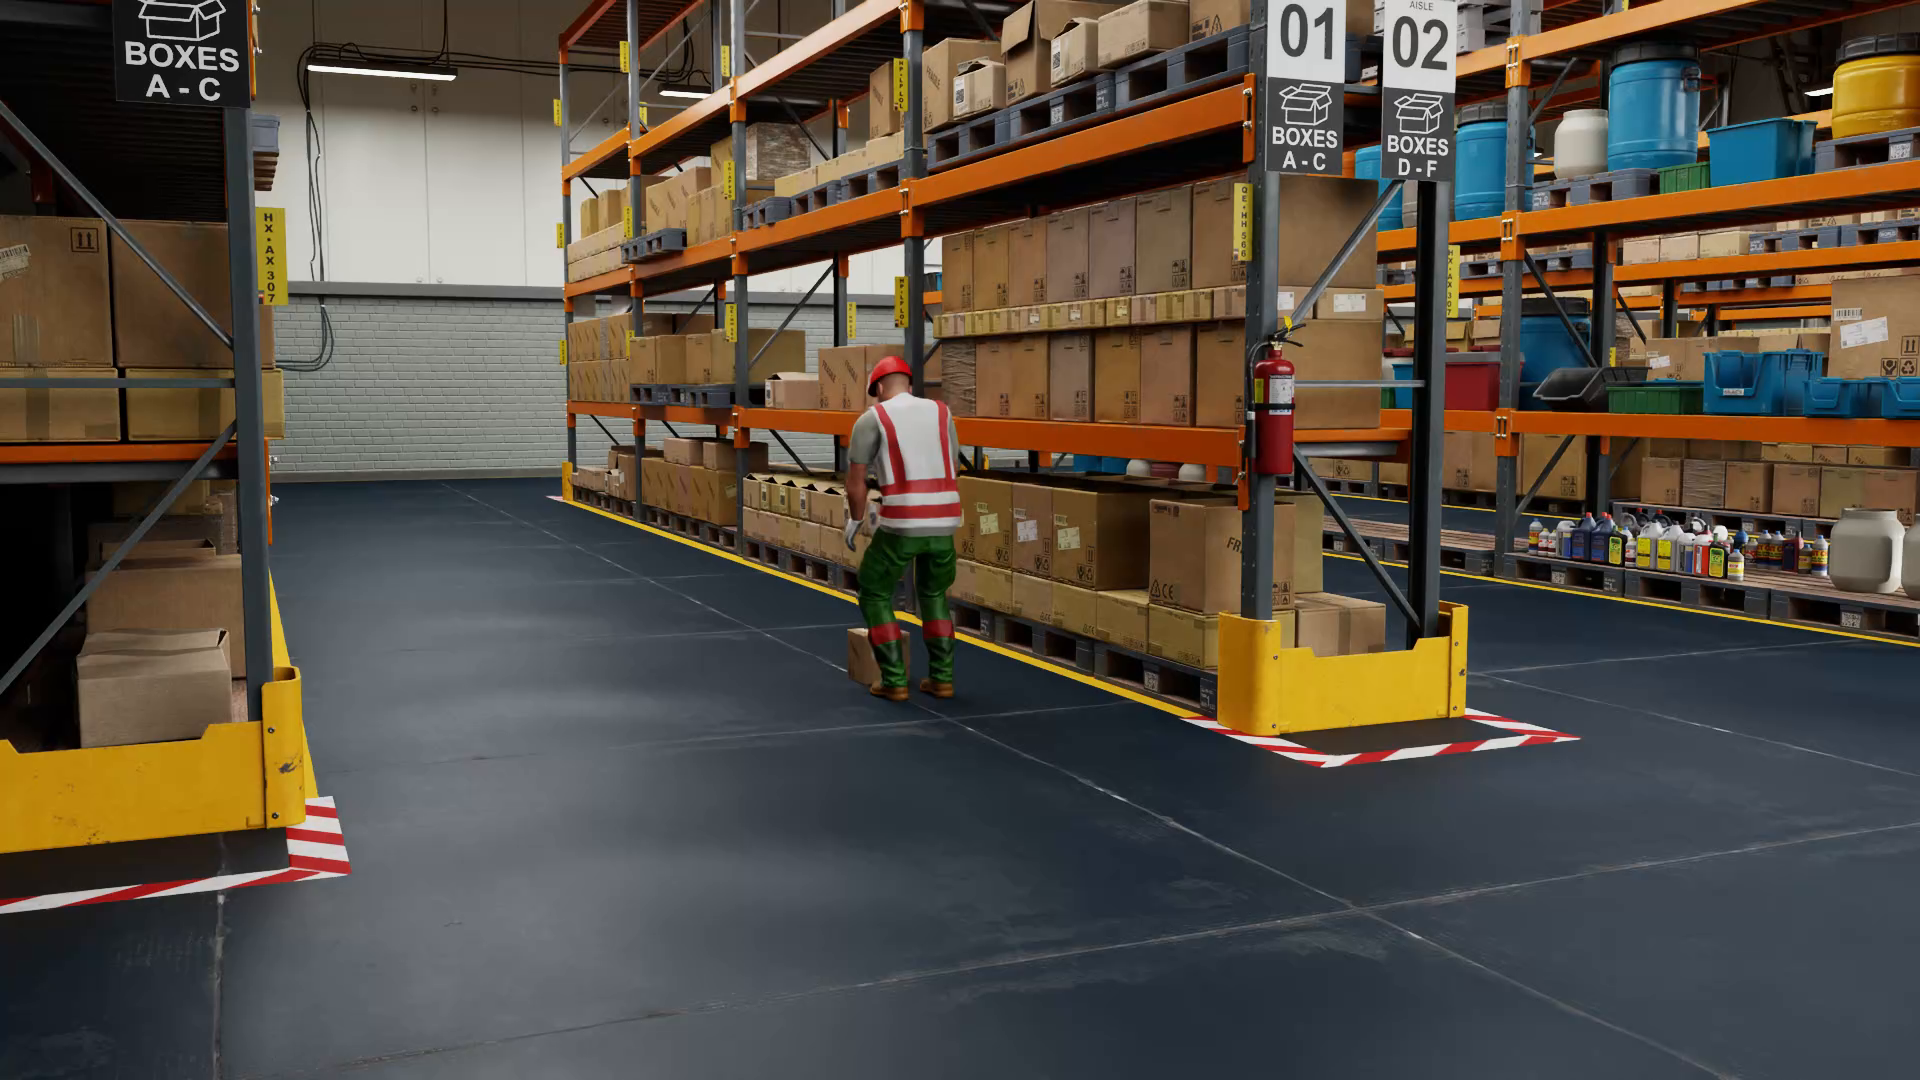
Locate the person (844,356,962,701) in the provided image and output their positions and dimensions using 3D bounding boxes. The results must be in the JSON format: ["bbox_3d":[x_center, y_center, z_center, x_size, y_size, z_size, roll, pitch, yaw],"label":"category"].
[{"bbox_3d":[-0.274,-0.065,8.043,0.564,1.647,0.580,-2,6,-23],"label":"person"}]
